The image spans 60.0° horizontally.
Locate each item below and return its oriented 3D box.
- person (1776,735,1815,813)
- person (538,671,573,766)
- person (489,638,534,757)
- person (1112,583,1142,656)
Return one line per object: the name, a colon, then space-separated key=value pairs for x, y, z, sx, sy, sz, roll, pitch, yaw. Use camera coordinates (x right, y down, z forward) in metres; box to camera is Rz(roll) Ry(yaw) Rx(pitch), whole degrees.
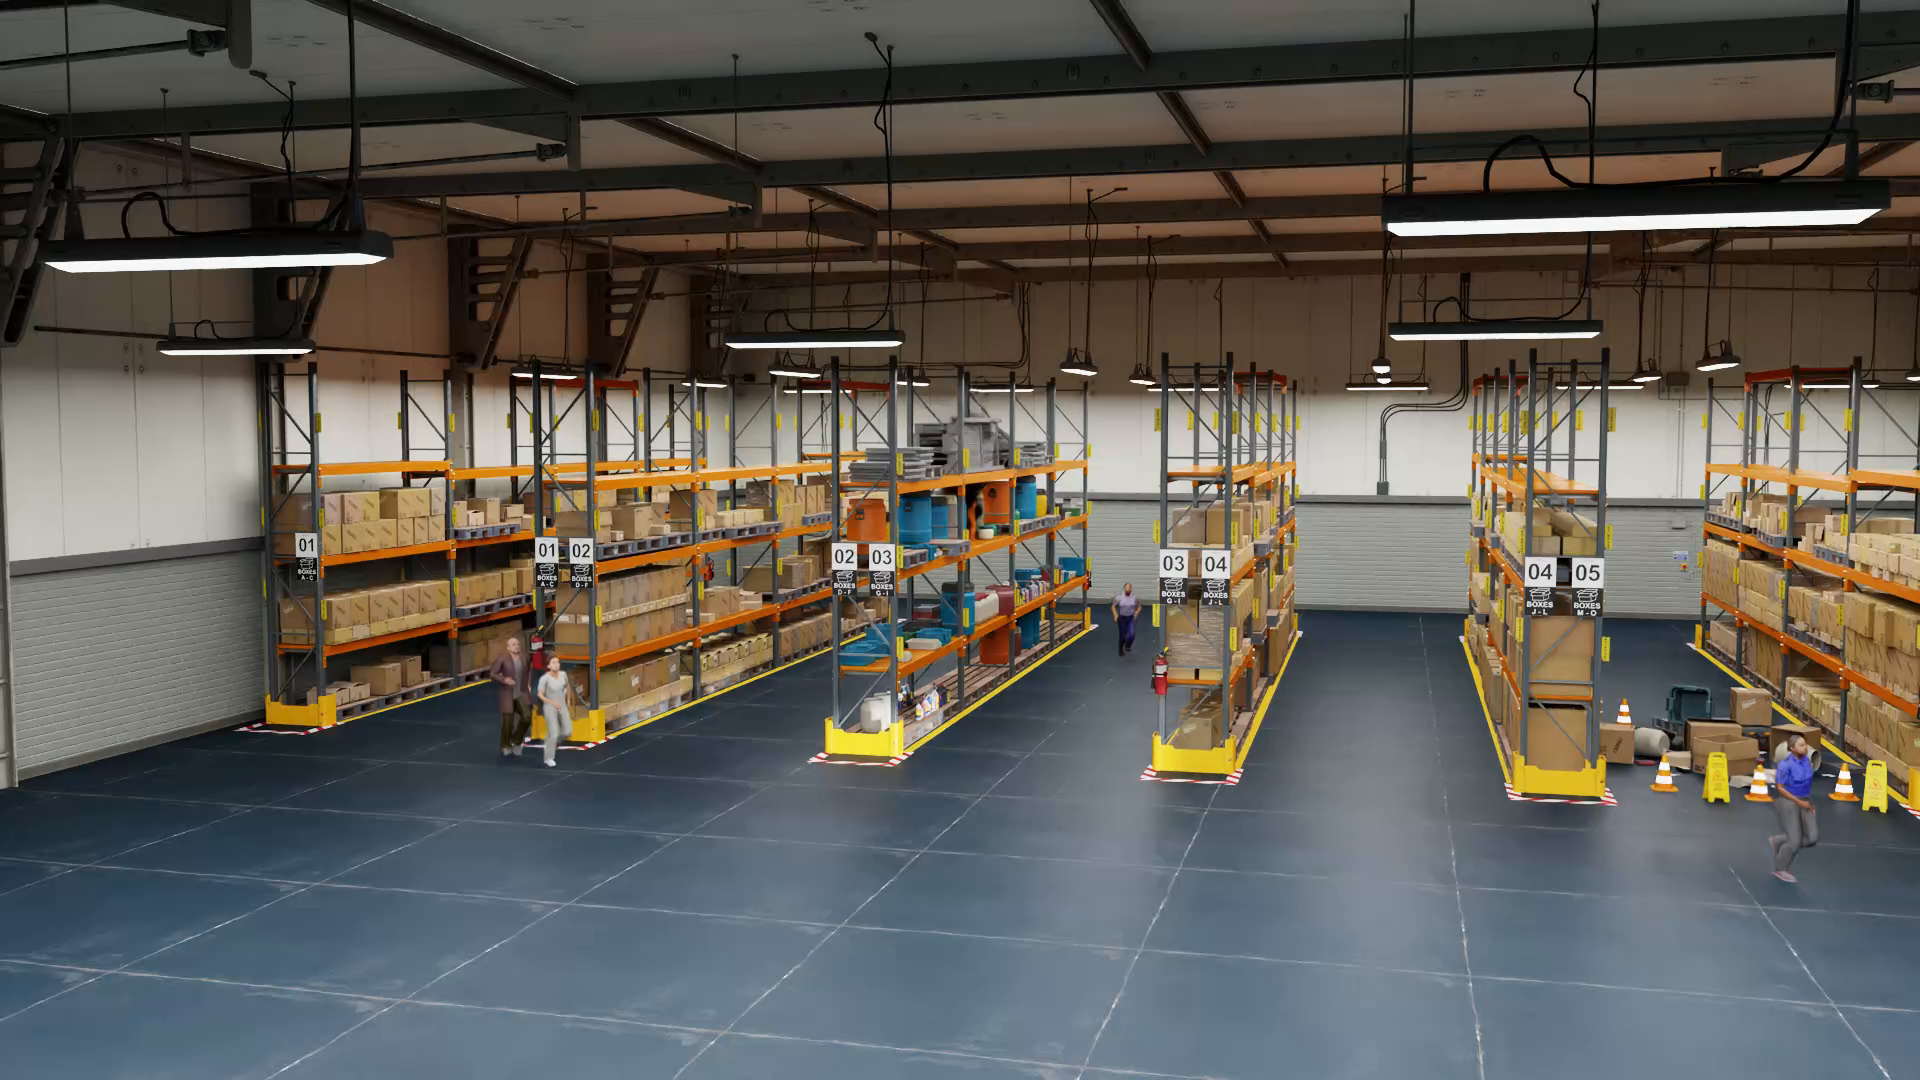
person: x=9.175 y=2.548 z=18.117 sx=0.597 sy=0.849 sz=0.483 roll=-2 pitch=4 yaw=-26
person: x=-5.932 y=2.608 z=24.326 sx=0.551 sy=1.393 sz=0.553 roll=-4 pitch=6 yaw=-44
person: x=-6.686 y=2.355 z=24.980 sx=0.720 sy=1.763 sz=0.658 roll=-3 pitch=5 yaw=-34
person: x=3.464 y=1.658 z=34.475 sx=0.615 sy=1.559 sz=0.539 roll=0 pitch=4 yaw=-2
